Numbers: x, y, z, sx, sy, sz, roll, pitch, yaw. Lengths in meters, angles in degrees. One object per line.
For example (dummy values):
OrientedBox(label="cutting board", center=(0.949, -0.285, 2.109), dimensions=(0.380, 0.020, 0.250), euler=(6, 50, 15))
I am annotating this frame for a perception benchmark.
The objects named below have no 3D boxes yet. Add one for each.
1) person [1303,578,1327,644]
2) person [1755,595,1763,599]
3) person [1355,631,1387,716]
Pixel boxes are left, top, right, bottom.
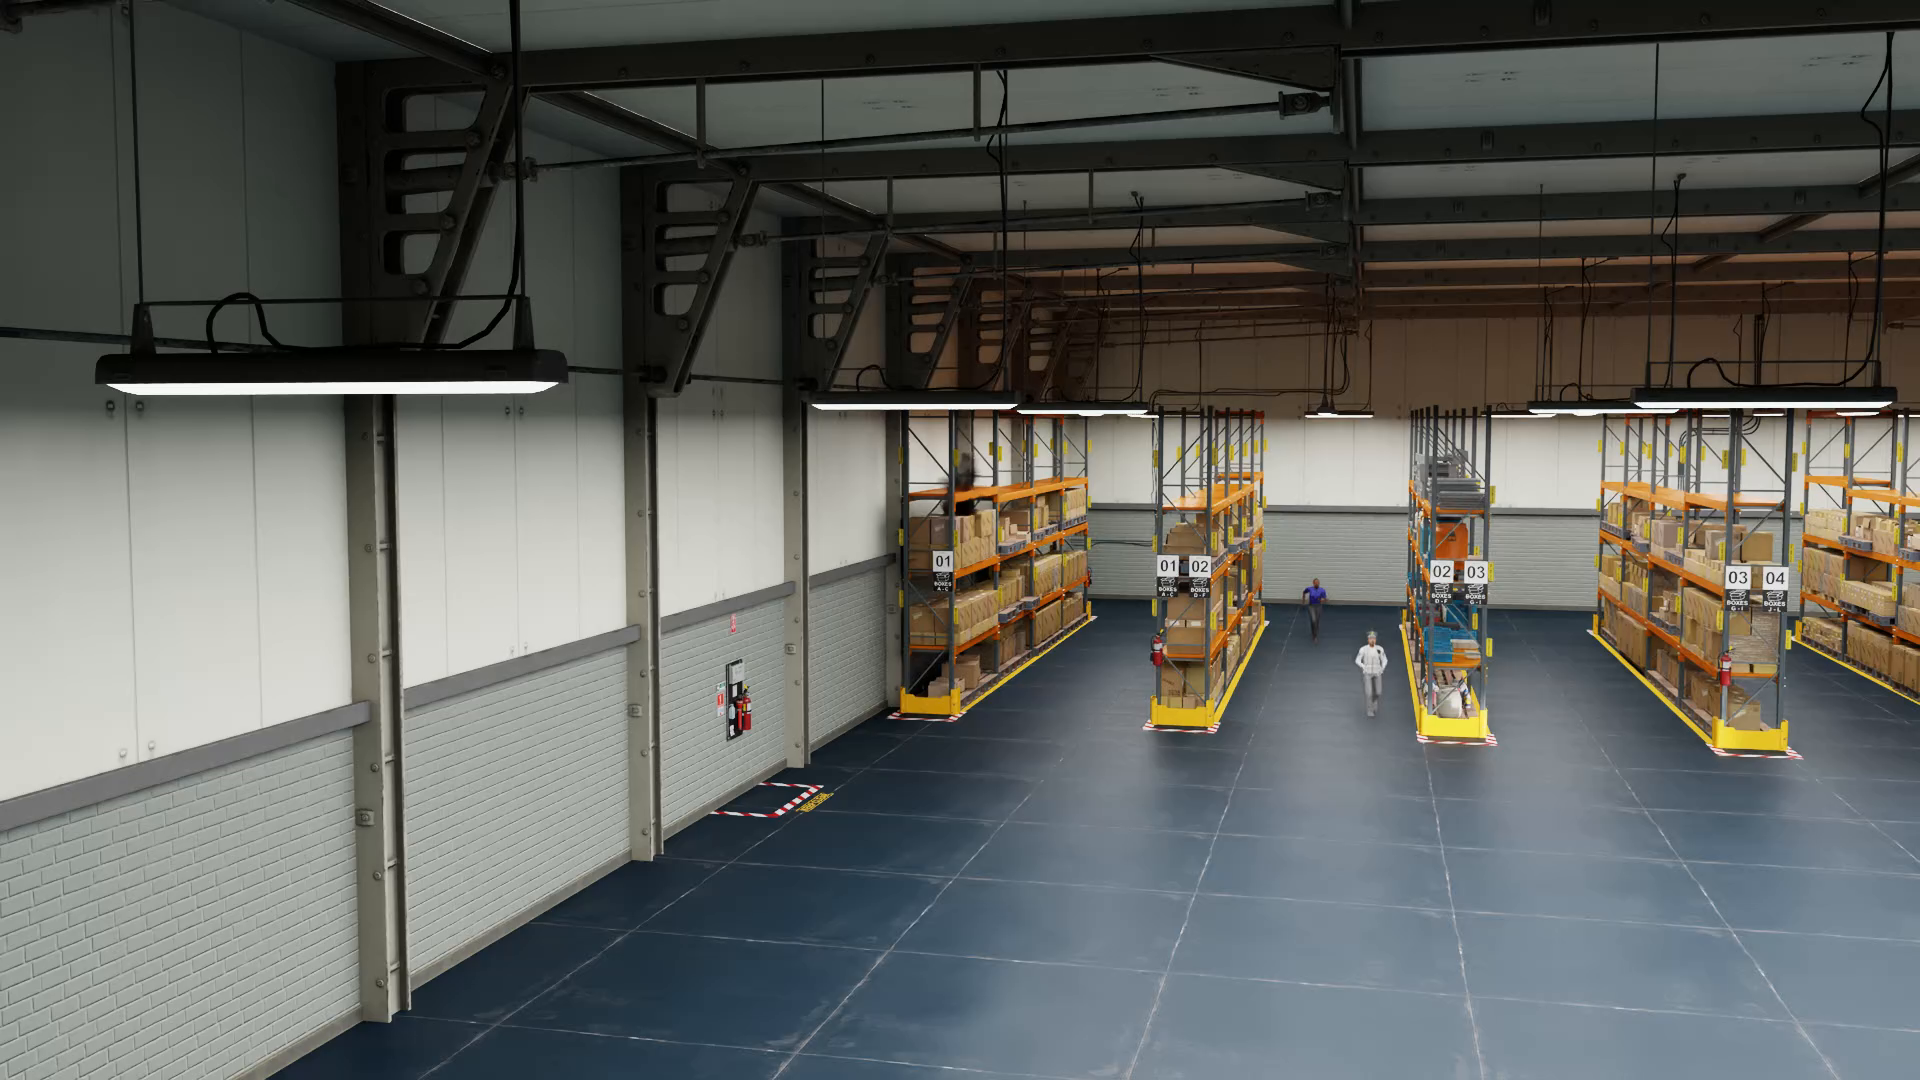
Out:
OrientedBox(label="person", center=(9.188, 1.821, 43.083), dimensions=(0.582, 1.698, 0.868), euler=(0, 4, 6))
OrientedBox(label="person", center=(20.258, 1.866, 42.137), dimensions=(0.563, 1.699, 0.686), euler=(2, 4, 22))
OrientedBox(label="person", center=(7.976, 2.586, 32.203), dimensions=(0.611, 1.649, 0.569), euler=(0, 4, 6))
